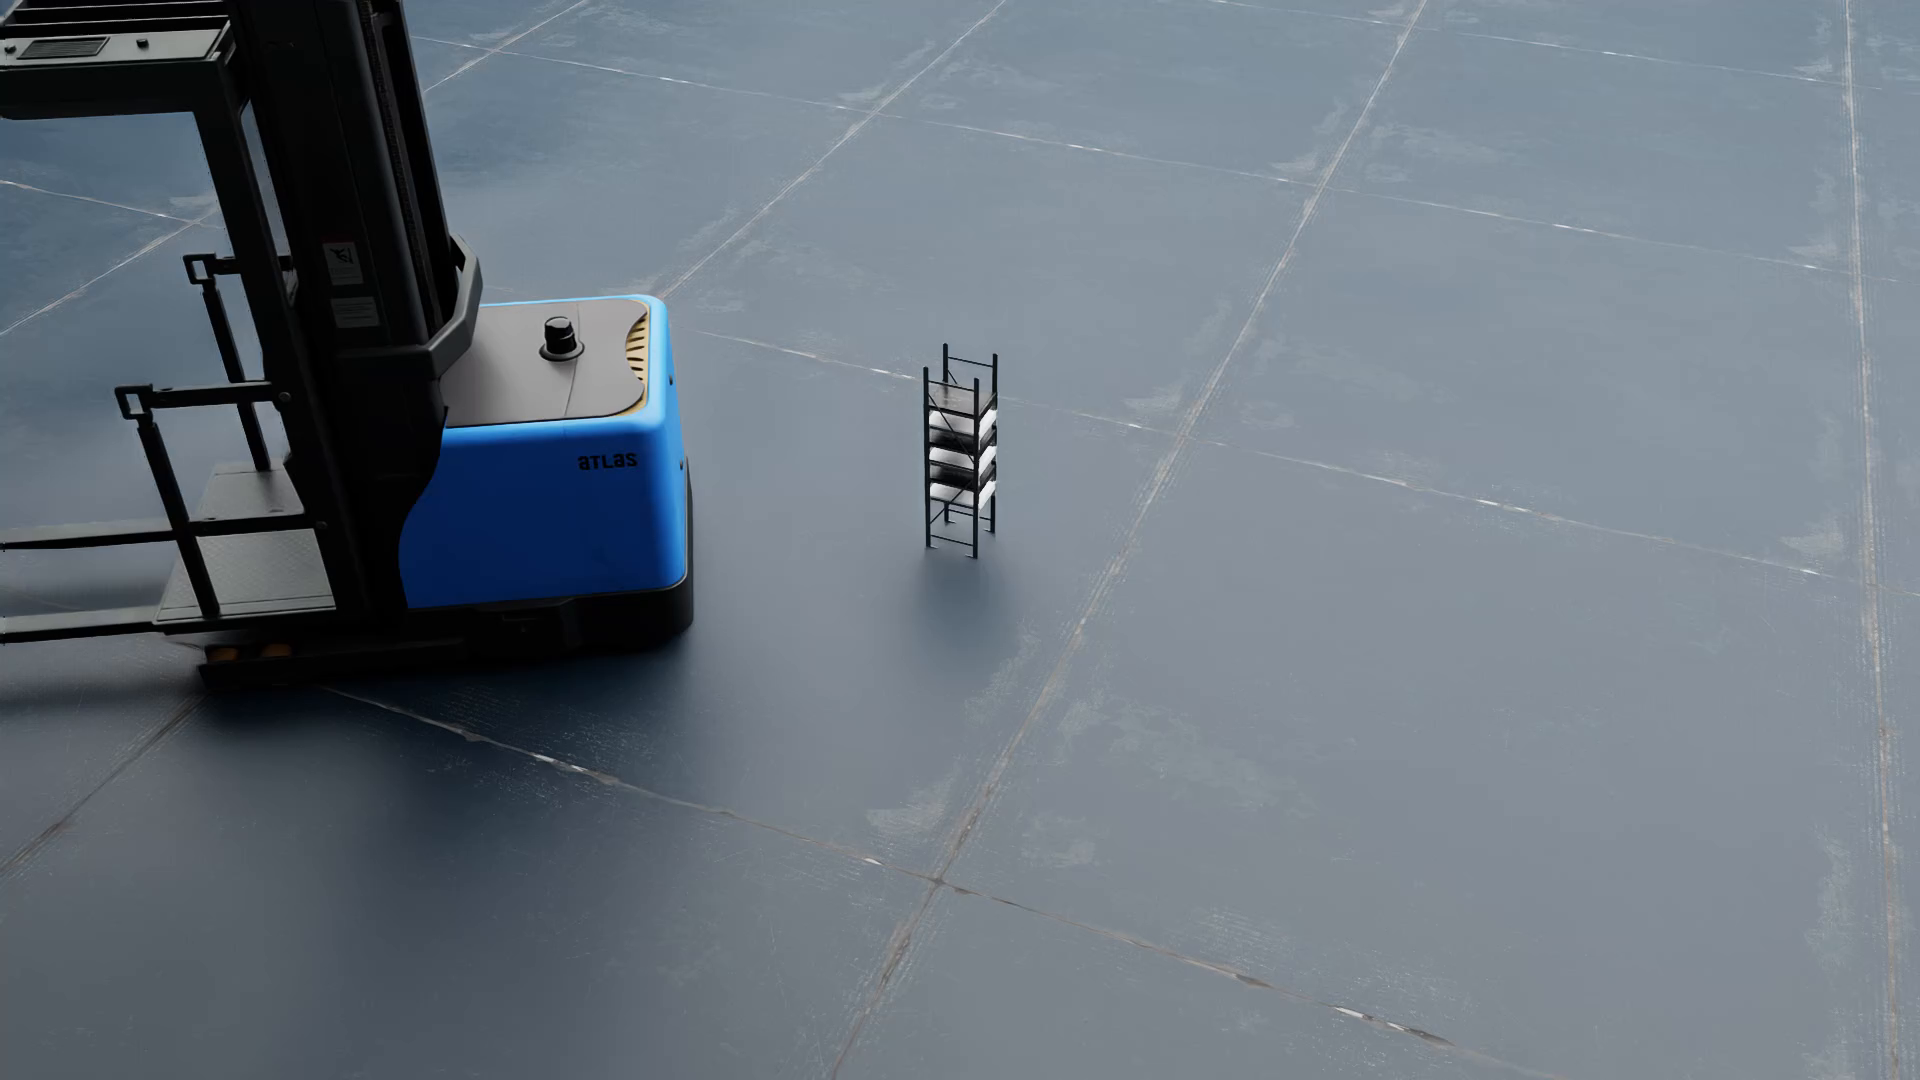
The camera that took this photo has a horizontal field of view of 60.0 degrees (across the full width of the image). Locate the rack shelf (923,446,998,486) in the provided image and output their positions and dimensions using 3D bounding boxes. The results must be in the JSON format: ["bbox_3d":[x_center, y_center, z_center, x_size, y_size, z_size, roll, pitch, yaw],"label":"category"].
[{"bbox_3d":[0.003,-0.338,7.007,0.258,0.077,0.200,14,39,18],"label":"rack shelf"}]

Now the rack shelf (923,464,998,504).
[{"bbox_3d":[0.003,-0.266,7.060,0.258,0.077,0.200,14,39,18],"label":"rack shelf"}]

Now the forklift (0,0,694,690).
[{"bbox_3d":[-2.632,-0.928,6.043,3.031,2.935,1.130,-5,37,-6],"label":"forklift"}]

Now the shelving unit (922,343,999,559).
[{"bbox_3d":[0.003,-0.365,6.987,0.258,0.900,0.210,14,39,18],"label":"shelving unit"}]

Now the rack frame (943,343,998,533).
[{"bbox_3d":[0.042,-0.421,7.062,0.240,0.900,0.006,14,39,18],"label":"rack frame"}]

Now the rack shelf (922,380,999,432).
[{"bbox_3d":[0.003,-0.555,6.845,0.258,0.077,0.200,14,39,18],"label":"rack shelf"}]

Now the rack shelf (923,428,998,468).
[{"bbox_3d":[0.003,-0.410,6.953,0.258,0.077,0.200,14,39,18],"label":"rack shelf"}]

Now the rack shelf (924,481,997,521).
[{"bbox_3d":[0.003,-0.194,7.114,0.258,0.077,0.200,14,39,18],"label":"rack shelf"}]

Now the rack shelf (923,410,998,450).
[{"bbox_3d":[0.003,-0.482,6.899,0.258,0.077,0.200,14,39,18],"label":"rack shelf"}]

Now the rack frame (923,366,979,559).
[{"bbox_3d":[-0.036,-0.309,6.911,0.240,0.900,0.006,14,39,18],"label":"rack frame"}]
